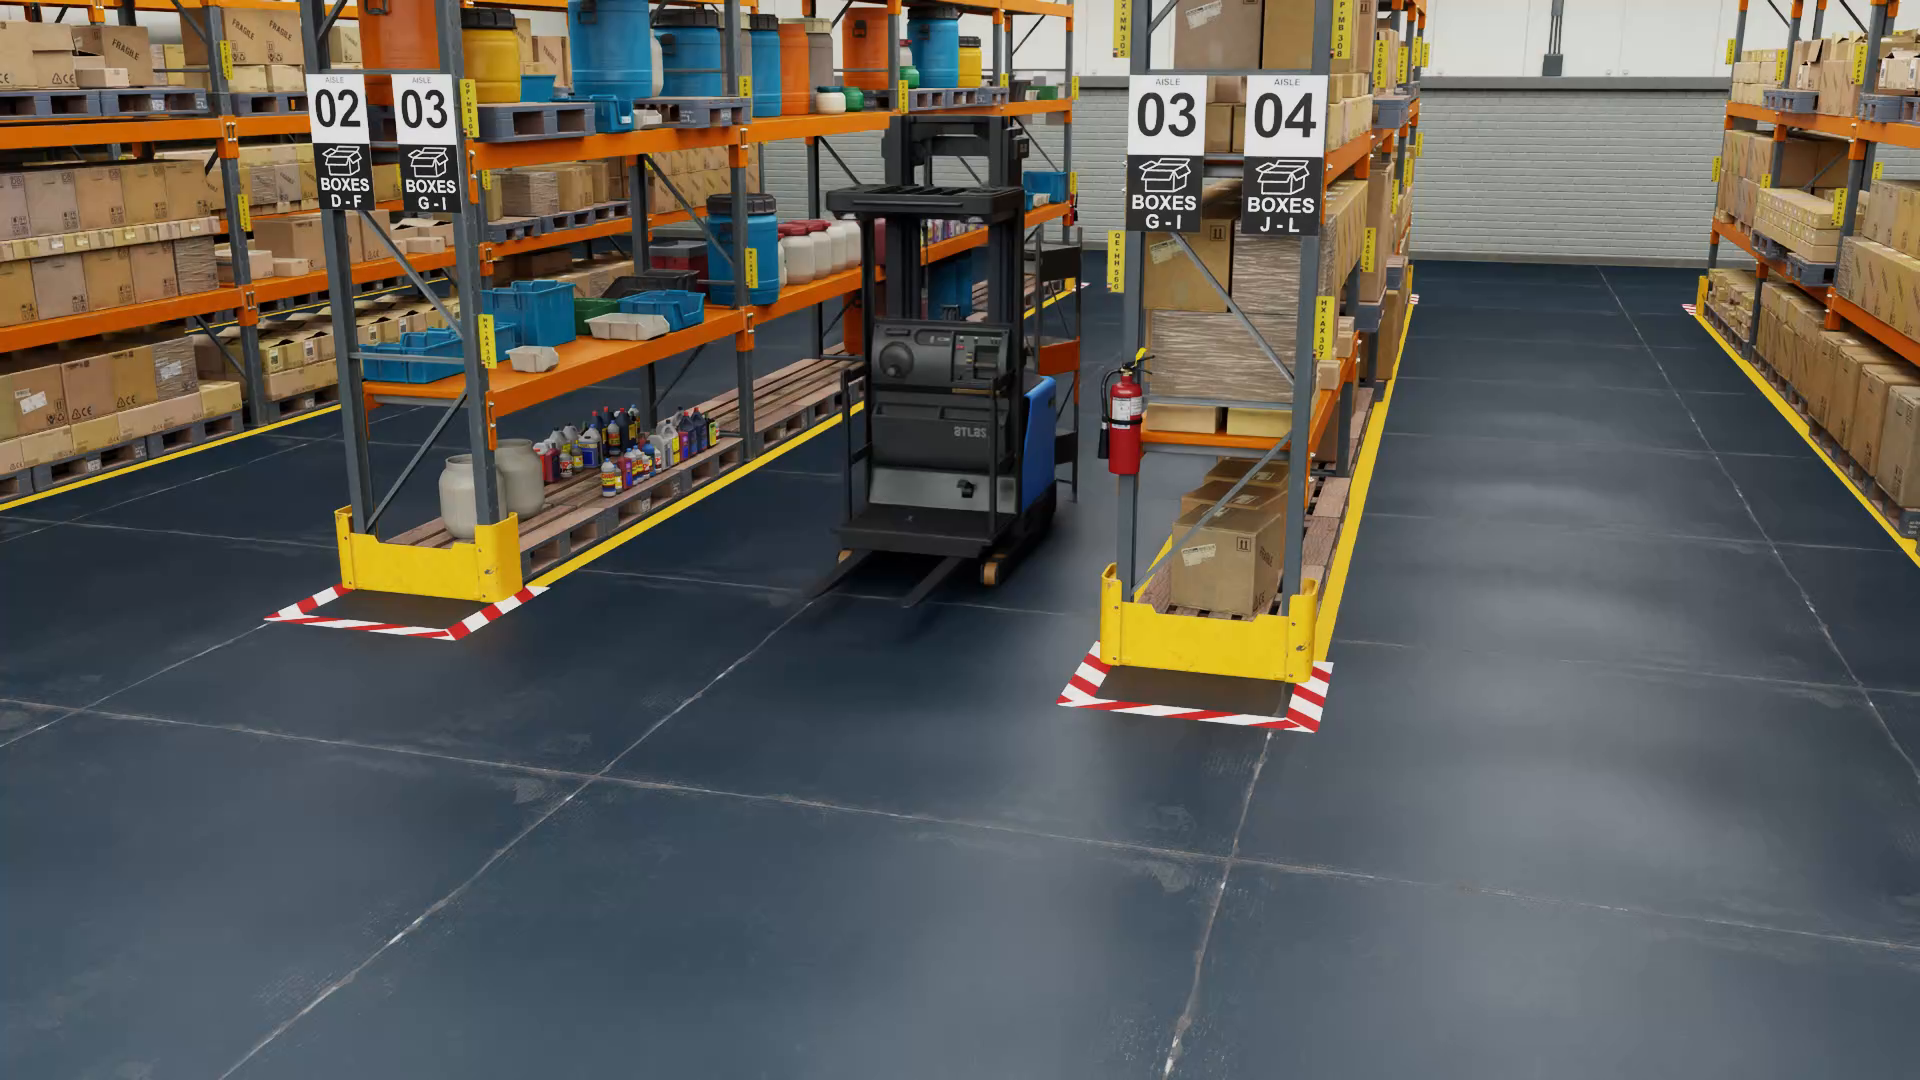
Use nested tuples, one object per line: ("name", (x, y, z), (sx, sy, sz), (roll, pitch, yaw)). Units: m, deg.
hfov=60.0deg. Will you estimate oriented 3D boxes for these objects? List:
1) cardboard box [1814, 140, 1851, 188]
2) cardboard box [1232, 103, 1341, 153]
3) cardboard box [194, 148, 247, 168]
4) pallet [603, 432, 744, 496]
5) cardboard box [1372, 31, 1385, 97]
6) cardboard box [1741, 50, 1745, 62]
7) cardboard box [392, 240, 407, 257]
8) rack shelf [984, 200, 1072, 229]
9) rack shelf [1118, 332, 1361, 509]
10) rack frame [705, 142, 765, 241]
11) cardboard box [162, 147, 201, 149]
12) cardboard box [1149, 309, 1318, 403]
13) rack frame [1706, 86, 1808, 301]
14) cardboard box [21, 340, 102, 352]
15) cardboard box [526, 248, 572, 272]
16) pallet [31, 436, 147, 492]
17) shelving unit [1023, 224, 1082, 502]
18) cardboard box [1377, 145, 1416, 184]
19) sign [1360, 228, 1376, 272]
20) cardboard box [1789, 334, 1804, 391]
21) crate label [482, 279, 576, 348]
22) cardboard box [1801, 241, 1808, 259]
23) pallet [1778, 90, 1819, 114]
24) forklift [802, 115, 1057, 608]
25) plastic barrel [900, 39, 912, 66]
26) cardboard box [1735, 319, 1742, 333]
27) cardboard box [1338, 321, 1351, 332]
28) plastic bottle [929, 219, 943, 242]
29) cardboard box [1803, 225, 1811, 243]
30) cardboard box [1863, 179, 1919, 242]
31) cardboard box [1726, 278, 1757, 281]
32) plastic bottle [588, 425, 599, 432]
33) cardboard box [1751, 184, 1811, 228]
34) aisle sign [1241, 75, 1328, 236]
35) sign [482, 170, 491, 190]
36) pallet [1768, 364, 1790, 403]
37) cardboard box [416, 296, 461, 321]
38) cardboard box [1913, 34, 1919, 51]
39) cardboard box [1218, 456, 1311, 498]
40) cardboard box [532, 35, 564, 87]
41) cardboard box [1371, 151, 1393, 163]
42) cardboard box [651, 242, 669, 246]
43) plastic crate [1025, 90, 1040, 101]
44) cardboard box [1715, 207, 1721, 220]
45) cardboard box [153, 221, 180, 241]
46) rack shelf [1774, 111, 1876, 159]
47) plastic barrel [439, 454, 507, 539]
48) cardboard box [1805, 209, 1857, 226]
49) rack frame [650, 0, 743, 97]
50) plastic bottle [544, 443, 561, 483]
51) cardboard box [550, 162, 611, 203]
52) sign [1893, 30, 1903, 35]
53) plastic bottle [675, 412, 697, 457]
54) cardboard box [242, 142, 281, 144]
("cardboard box", (9.863, -4.227, 18.676), (0.500, 0.500, 0.500), (5, 17, 17))
("cardboard box", (1.749, -2.204, 8.882), (0.500, 0.250, 0.500), (5, 17, 18))
("cardboard box", (-9.804, -5.039, 21.959), (0.500, 0.250, 0.500), (4, 16, 15))
("pallet", (-2.479, -0.644, 13.713), (1.003, 0.211, 1.213), (5, 16, 16))
("cardboard box", (2.996, -3.831, 13.382), (0.797, 0.503, 0.637), (5, 17, 18))
("cardboard box", (10.091, -6.108, 20.998), (0.380, 0.149, 0.250), (5, 16, 16))
("cardboard box", (-6.168, -3.131, 17.831), (0.380, 0.149, 0.250), (6, 17, 20))
("rack shelf", (0.594, -4.428, 23.263), (1.077, 0.370, 4.000), (5, 16, 16))
("rack shelf", (1.932, -0.905, 10.840), (1.077, 0.370, 4.000), (5, 16, 16))
("rack frame", (-3.586, -5.683, 26.367), (1.000, 3.000, 0.127), (5, 16, 16))
("cardboard box", (-10.286, -5.076, 22.088), (0.500, 0.250, 0.500), (4, 16, 15))
("cardboard box", (1.547, -1.060, 9.343), (0.875, 0.500, 0.500), (5, 16, 16))
("rack frame", (10.638, -4.502, 22.206), (1.000, 3.000, 0.127), (5, 16, 16))
("cardboard box", (-7.712, -1.424, 14.250), (0.500, 0.500, 0.500), (5, 16, 16))
("cardboard box", (-5.378, -3.637, 21.554), (0.500, 0.250, 0.500), (5, 16, 16))
("pallet", (-7.607, -0.677, 13.828), (1.003, 0.211, 1.213), (5, 16, 16))
("shelving unit", (0.588, -1.289, 12.527), (0.431, 2.100, 0.503), (14, 21, 40))
("cardboard box", (6.024, -5.197, 23.012), (0.500, 0.500, 0.500), (5, 17, 17))
("sign", (3.023, -2.150, 12.327), (0.100, 0.325, 0.005), (5, 16, 16))
("cardboard box", (8.452, -1.737, 16.267), (0.500, 0.500, 0.500), (5, 17, 18))
("crate label", (-3.121, -1.631, 12.018), (0.502, 0.435, 0.616), (5, 16, 16))
("cardboard box", (8.136, -2.720, 15.613), (0.380, 0.149, 0.250), (5, 16, 16))
("pallet", (8.932, -4.384, 16.635), (1.213, 0.211, 1.003), (5, 16, 16))
("forklift", (-0.189, -1.227, 10.783), (1.130, 2.935, 3.031), (5, 16, 16))
("plastic barrel", (-0.752, -5.391, 18.822), (0.433, 0.535, 0.433), (0, 16, 0))
("cardboard box", (9.453, -2.551, 19.781), (0.380, 0.149, 0.250), (4, 16, 14))
("cardboard box", (2.641, -1.509, 12.114), (0.380, 0.149, 0.250), (5, 16, 16))
("plastic bottle", (-0.284, -3.596, 19.237), (0.152, 0.276, 0.135), (5, 16, 16))
("cardboard box", (8.142, -2.868, 15.590), (0.380, 0.149, 0.250), (5, 17, 18))
("cardboard box", (8.227, -2.822, 14.266), (0.700, 0.500, 0.500), (5, 16, 16))
("cardboard box", (9.927, -3.228, 21.077), (0.380, 0.149, 0.250), (5, 17, 18))
("plastic bottle", (-2.935, -0.787, 13.302), (0.097, 0.271, 0.097), (0, 16, 0))
("cardboard box", (9.368, -3.796, 18.986), (0.500, 0.500, 0.500), (5, 16, 16))
("aisle sign", (1.634, -1.939, 8.403), (0.394, 0.787, 0.004), (5, 16, 16))
("sign", (-5.326, -4.105, 18.681), (0.100, 0.325, 0.005), (5, 16, 16))
("pallet", (8.936, -1.590, 17.050), (1.003, 0.211, 1.213), (5, 16, 16))
("cardboard box", (-5.772, -2.583, 18.679), (0.500, 0.311, 0.500), (5, 17, 17))
("cardboard box", (8.890, -4.488, 15.073), (0.396, 0.266, 0.258), (5, 16, 16))
("cardboard box", (2.193, -0.521, 11.982), (0.500, 0.500, 0.500), (11, 19, 33))
("cardboard box", (-5.313, -5.902, 20.508), (0.600, 0.600, 0.600), (4, 16, 14))
("cardboard box", (4.601, -4.230, 19.224), (0.797, 0.503, 0.637), (4, 16, 14))
("cardboard box", (-4.194, -4.139, 24.693), (0.797, 0.503, 0.637), (5, 16, 16))
("plastic crate", (0.813, -6.054, 22.662), (0.437, 0.136, 0.530), (5, 16, 16))
("cardboard box", (10.231, -4.322, 22.031), (0.380, 0.149, 0.250), (4, 16, 15))
("cardboard box", (-7.012, -2.682, 14.417), (0.380, 0.149, 0.250), (4, 16, 14))
("rack shelf", (8.933, -4.030, 16.361), (1.077, 0.370, 4.000), (5, 16, 16))
("plastic barrel", (-3.271, -0.295, 11.161), (0.421, 0.512, 0.421), (0, 16, 0))
("cardboard box", (8.138, -3.006, 15.531), (0.380, 0.149, 0.250), (4, 16, 15))
("rack frame", (-2.248, -5.044, 13.122), (1.000, 3.000, 0.127), (5, 16, 16))
("plastic bottle", (-3.083, -0.587, 12.572), (0.061, 0.283, 0.133), (5, 16, 16))
("cardboard box", (-5.072, -4.780, 22.231), (0.700, 0.500, 0.500), (-1, 16, -3))
("sign", (10.034, -5.295, 17.835), (0.100, 0.325, 0.005), (5, 16, 16))
("plastic bottle", (-2.209, -0.854, 13.393), (0.144, 0.351, 0.185), (4, 16, 13))
("cardboard box", (-9.854, -5.481, 23.516), (0.500, 0.250, 0.500), (5, 17, 18))
